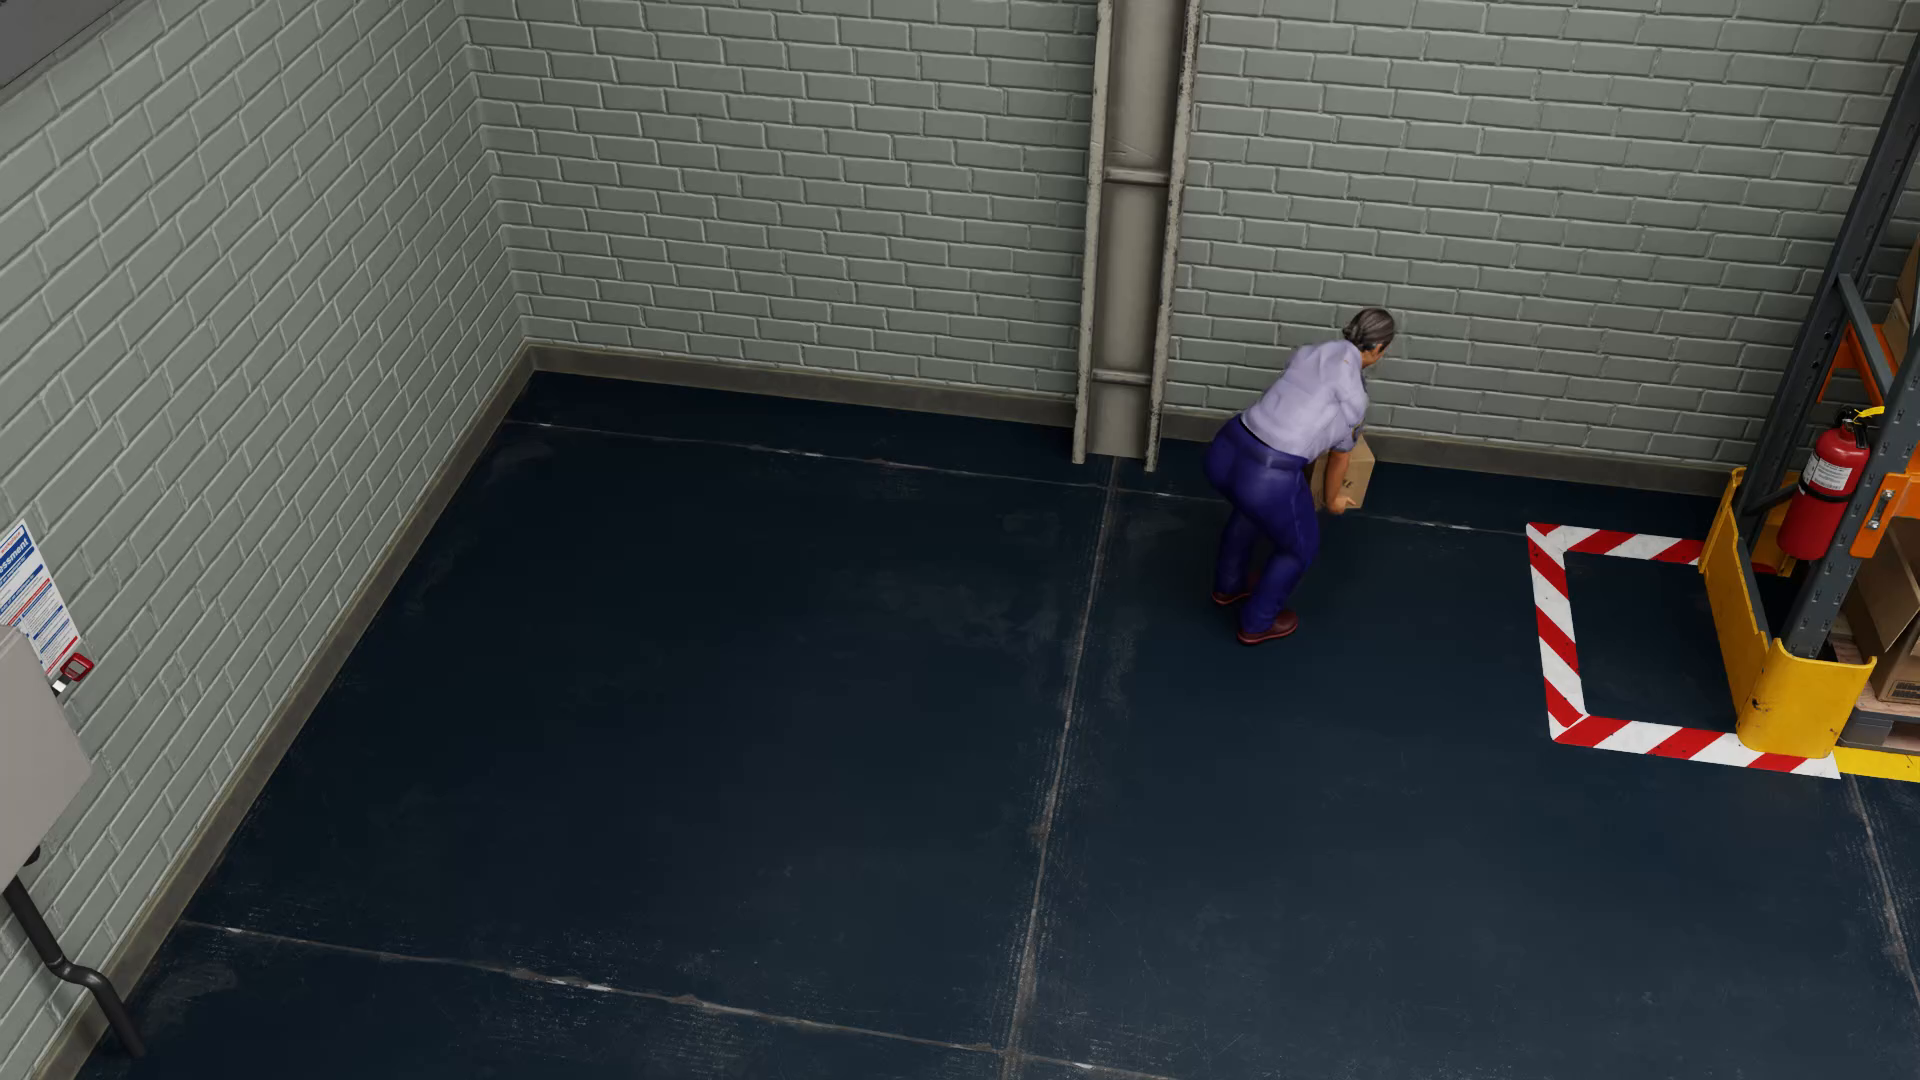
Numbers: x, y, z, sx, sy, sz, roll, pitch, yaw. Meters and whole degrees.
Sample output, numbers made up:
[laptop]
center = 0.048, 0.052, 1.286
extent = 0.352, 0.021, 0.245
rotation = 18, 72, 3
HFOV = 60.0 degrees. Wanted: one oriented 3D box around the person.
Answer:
[person]
center = 1.354, -0.247, 6.695
extent = 0.793, 1.341, 0.452
rotation = -22, 46, -24
